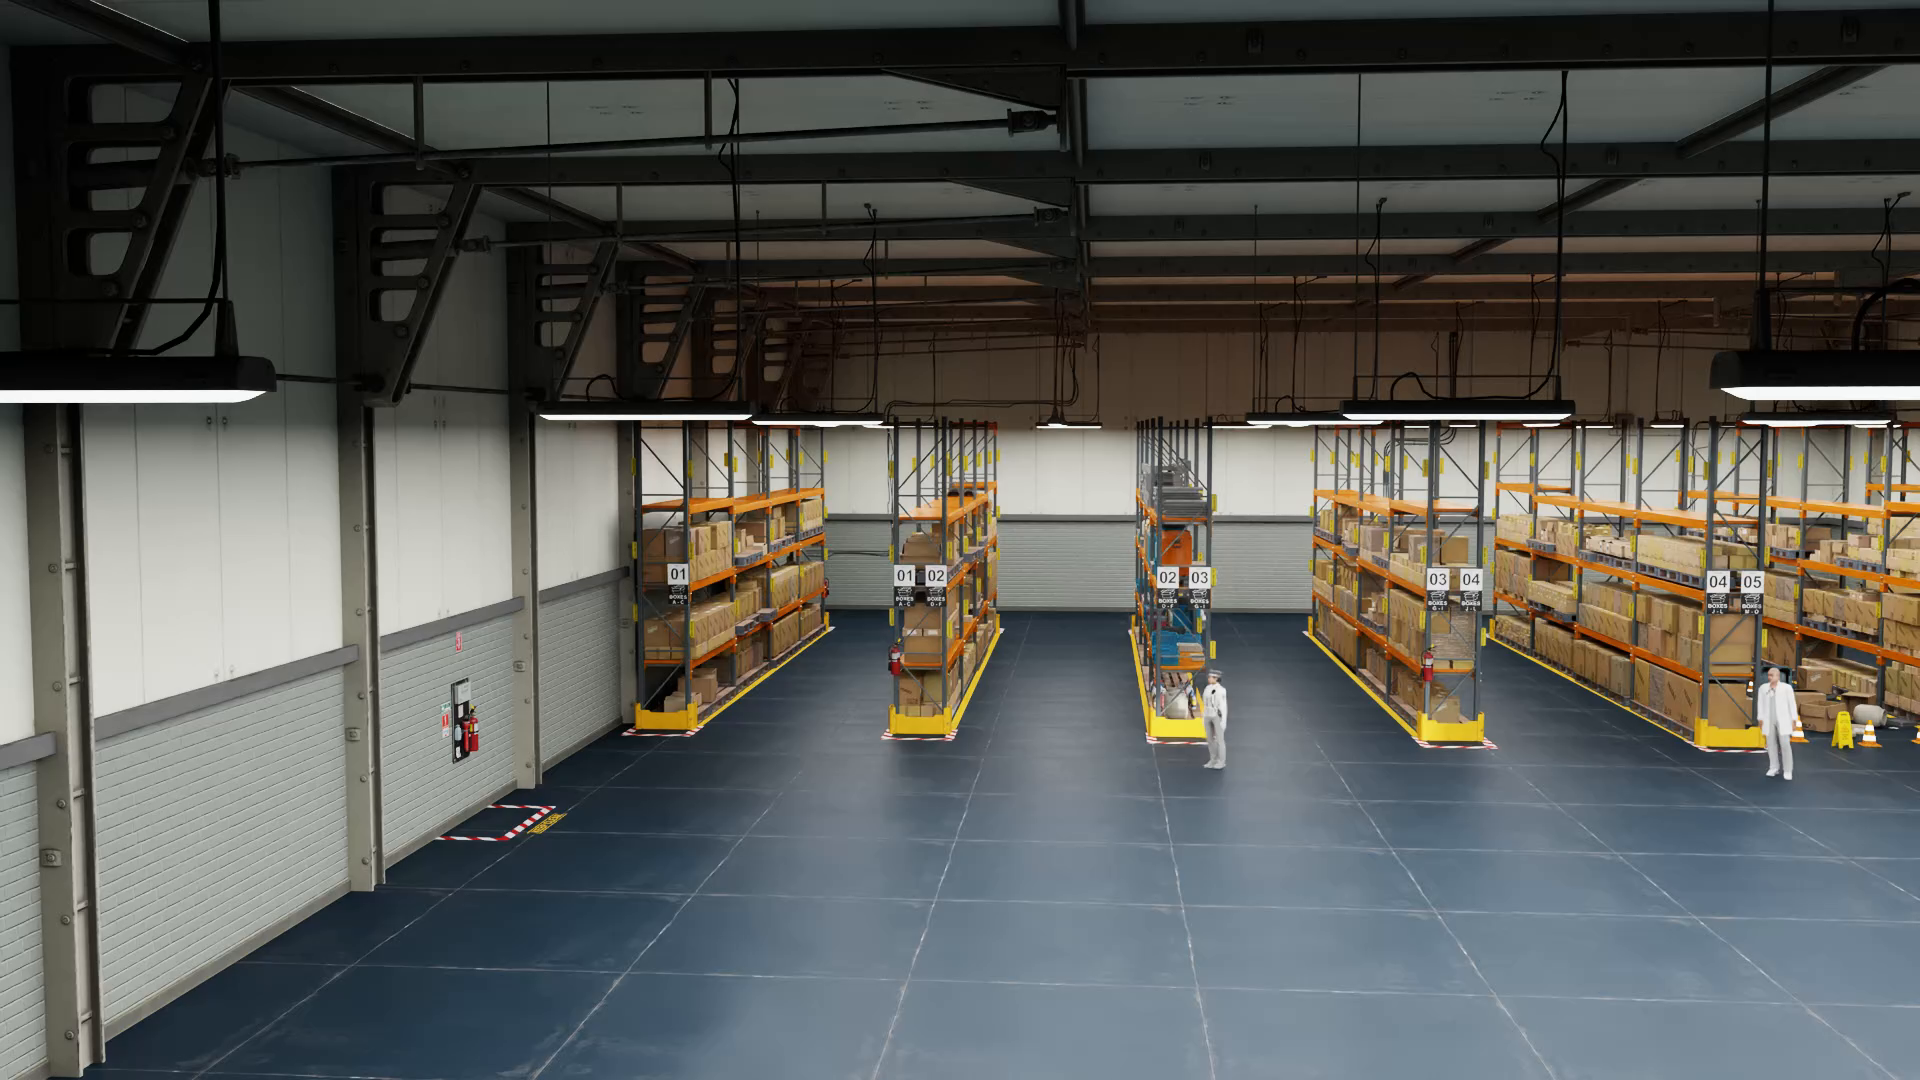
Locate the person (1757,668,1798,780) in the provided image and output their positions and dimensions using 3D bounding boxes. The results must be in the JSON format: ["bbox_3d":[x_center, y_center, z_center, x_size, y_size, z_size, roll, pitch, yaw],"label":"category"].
[{"bbox_3d":[13.541,3.044,27.617,0.635,1.834,0.402,4,5,45],"label":"person"}]

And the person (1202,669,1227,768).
[{"bbox_3d":[4.326,3.048,28.247,0.373,1.721,0.579,-3,5,-34],"label":"person"}]

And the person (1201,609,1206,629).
[{"bbox_3d":[6.821,1.707,48.062,0.719,1.745,1.051,-4,5,-45],"label":"person"}]
